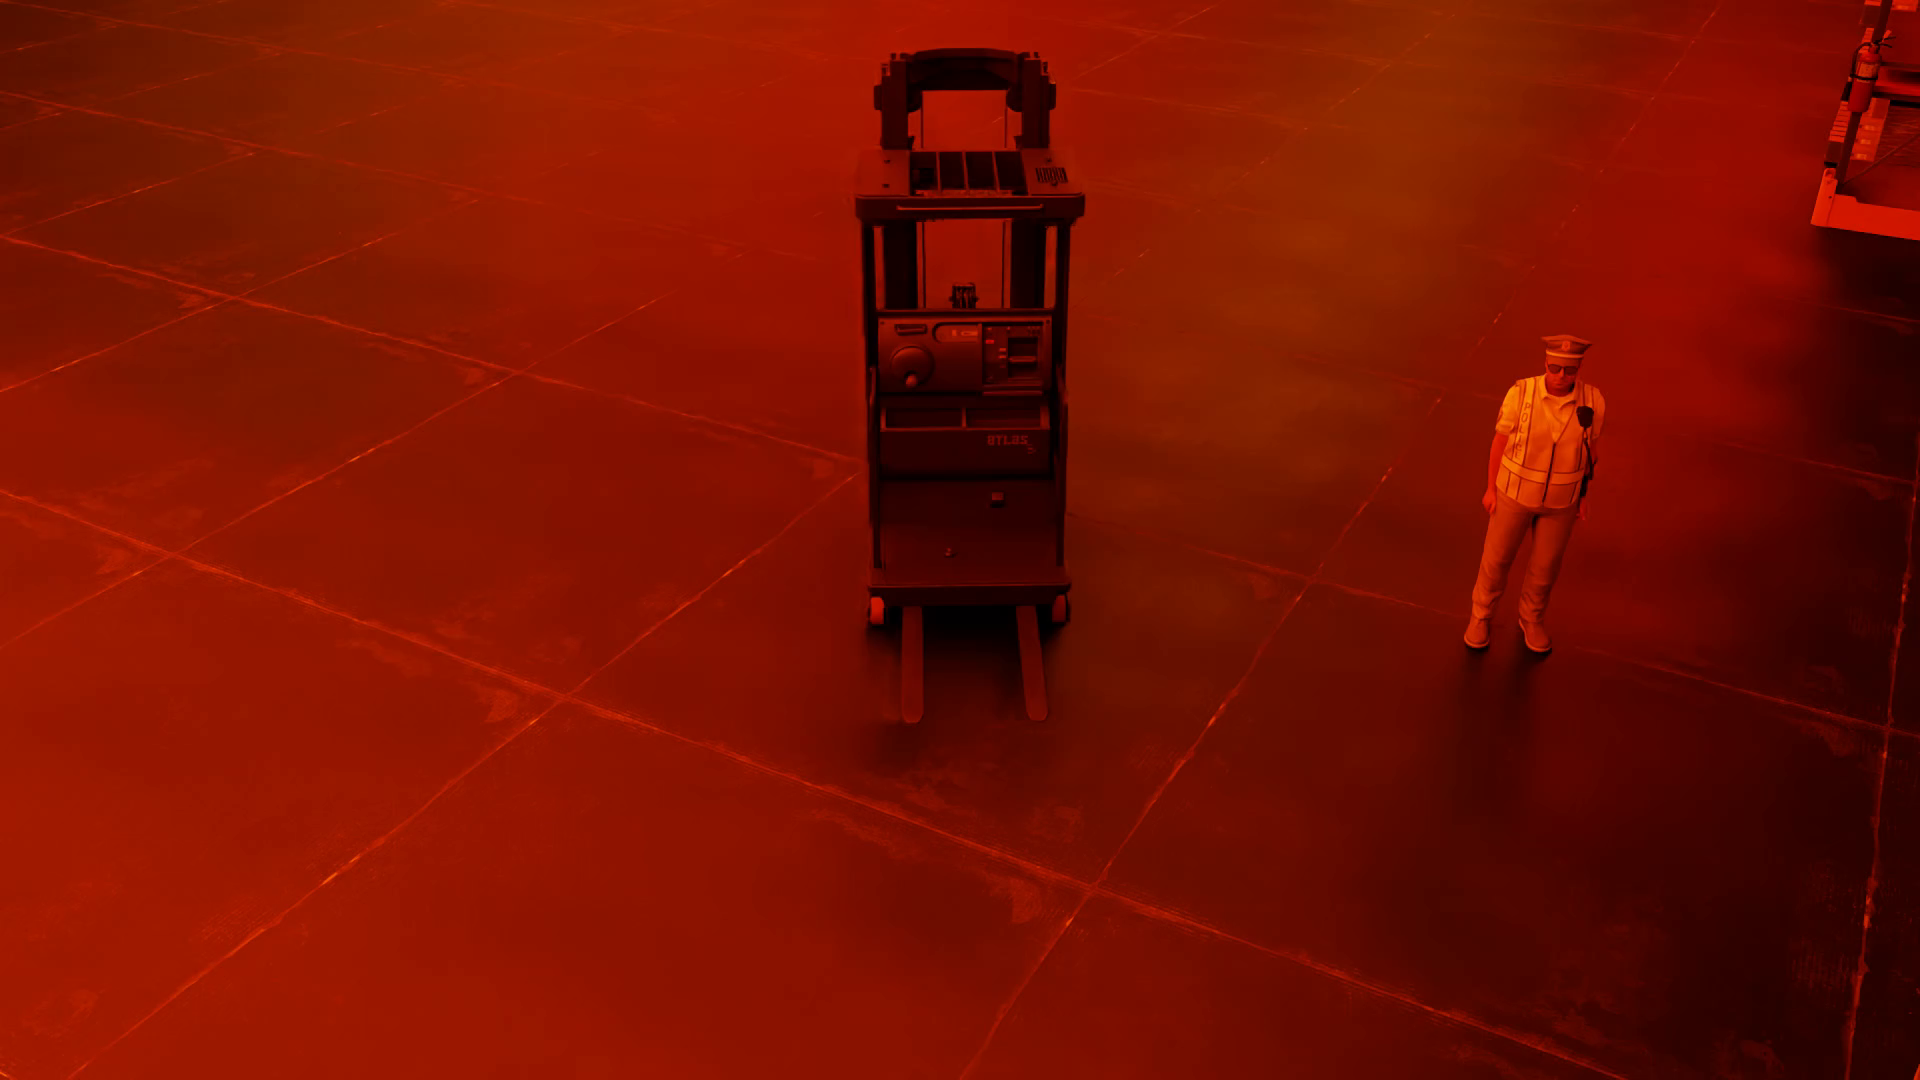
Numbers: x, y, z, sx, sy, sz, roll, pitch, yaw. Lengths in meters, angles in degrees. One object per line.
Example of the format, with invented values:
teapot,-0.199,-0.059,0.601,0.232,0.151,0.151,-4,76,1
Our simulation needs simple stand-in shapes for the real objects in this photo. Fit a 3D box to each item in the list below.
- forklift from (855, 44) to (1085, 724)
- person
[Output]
forklift,0.037,-0.954,8.724,1.130,2.935,3.031,-1,30,-1
person,3.010,-0.248,8.663,0.530,1.773,0.395,5,30,8
